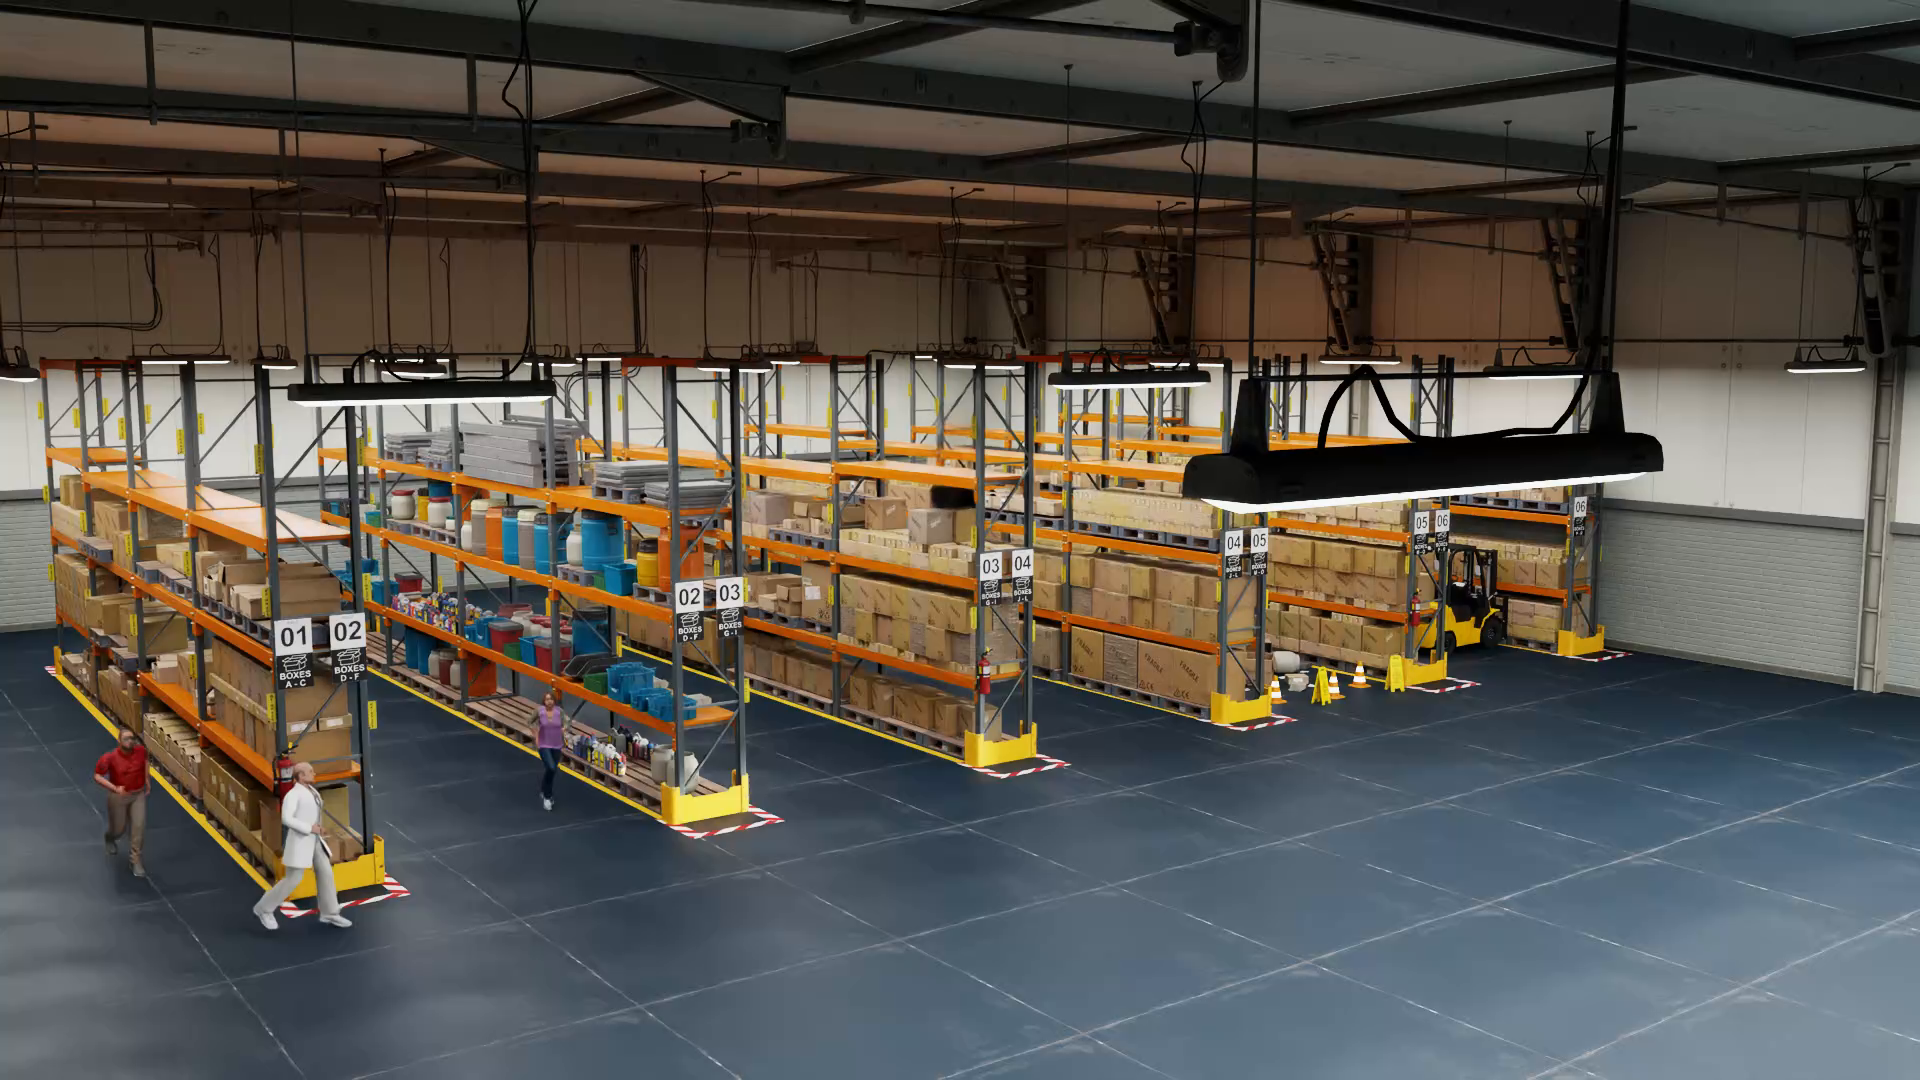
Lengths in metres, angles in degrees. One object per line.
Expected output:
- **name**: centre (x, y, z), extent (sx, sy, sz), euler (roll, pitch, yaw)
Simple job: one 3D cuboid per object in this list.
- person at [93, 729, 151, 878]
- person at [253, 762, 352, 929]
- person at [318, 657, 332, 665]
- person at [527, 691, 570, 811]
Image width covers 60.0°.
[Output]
- **person**: centre (-10.016, 3.104, 19.948), extent (0.975, 1.726, 0.686), euler (6, 9, 41)
- **person**: centre (-7.077, 3.287, 18.028), extent (1.041, 1.759, 0.764), euler (0, 7, 4)
- **person**: centre (-10.611, 2.155, 27.670), extent (0.663, 1.764, 0.631), euler (-6, 9, -42)
- **person**: centre (-5.558, 2.847, 22.590), extent (0.507, 1.638, 0.697), euler (-4, 8, -32)
